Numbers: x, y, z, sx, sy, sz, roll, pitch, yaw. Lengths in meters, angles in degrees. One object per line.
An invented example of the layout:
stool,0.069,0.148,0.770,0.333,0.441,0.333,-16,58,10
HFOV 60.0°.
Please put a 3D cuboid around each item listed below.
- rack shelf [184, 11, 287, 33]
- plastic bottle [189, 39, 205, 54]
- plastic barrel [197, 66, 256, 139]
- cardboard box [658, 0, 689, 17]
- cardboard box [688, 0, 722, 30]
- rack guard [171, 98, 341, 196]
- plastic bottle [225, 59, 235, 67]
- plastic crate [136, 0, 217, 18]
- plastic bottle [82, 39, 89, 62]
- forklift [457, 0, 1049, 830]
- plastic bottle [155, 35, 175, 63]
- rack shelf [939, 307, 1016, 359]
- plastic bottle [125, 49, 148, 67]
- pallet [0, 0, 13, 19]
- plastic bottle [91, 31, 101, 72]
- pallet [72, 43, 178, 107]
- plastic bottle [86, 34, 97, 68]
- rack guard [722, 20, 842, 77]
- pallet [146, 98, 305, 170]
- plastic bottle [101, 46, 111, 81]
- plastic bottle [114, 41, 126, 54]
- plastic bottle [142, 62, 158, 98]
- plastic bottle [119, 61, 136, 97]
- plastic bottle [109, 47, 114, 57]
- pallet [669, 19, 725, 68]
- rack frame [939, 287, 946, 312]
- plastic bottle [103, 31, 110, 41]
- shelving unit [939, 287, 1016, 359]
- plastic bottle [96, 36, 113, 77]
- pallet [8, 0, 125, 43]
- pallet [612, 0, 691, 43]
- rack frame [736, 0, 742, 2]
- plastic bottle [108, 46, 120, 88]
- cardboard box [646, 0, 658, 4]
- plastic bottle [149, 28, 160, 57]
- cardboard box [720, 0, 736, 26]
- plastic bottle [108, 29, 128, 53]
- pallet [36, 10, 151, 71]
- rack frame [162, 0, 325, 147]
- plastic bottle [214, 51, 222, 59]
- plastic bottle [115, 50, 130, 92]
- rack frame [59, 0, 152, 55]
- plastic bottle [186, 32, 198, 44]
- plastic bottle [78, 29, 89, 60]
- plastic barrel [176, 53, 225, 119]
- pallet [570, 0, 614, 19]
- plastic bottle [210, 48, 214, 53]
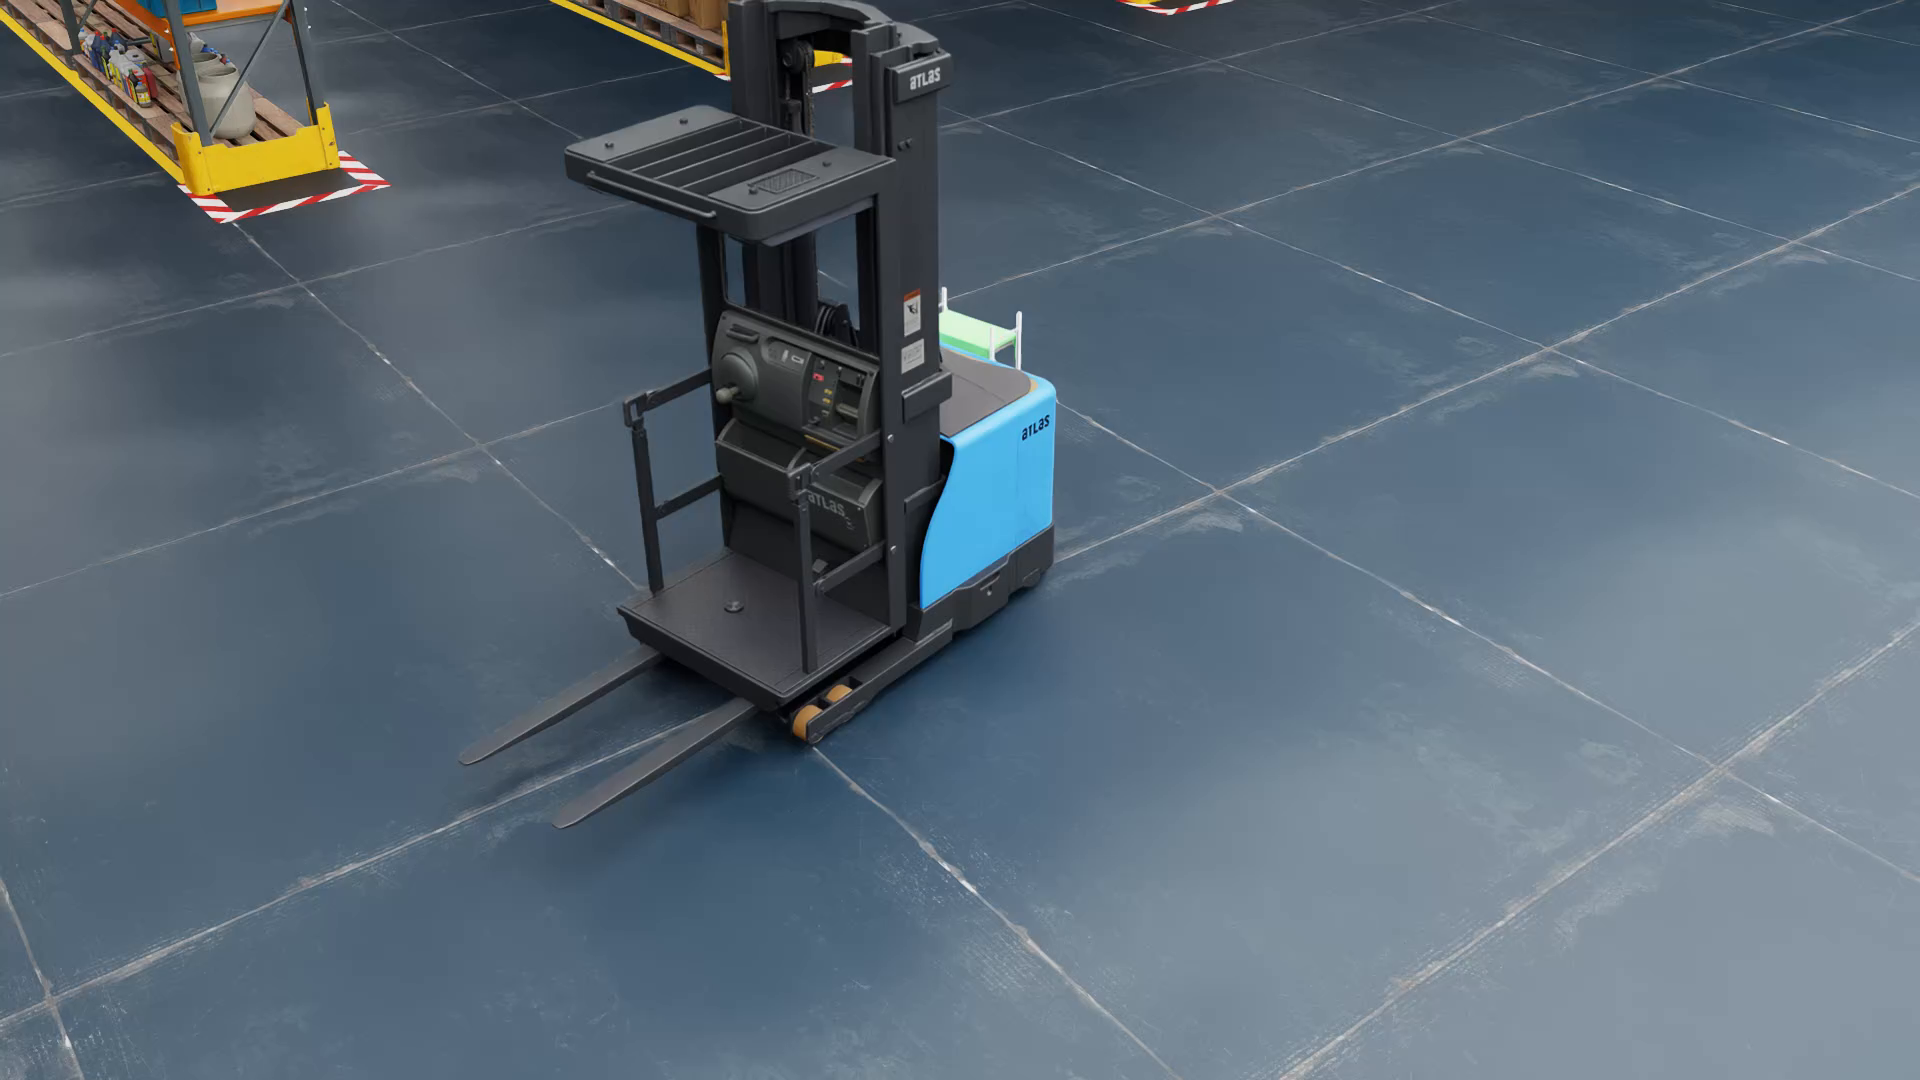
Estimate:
rack shelf,-6.796,-4.809,14.195,0.831,0.071,3.687,-22,38,-31
plastic bottle,-6.987,-4.458,15.249,0.152,0.276,0.135,-22,38,-31
plastic barrel,-6.033,-3.591,13.649,0.421,0.512,0.421,0,32,0
cardboard box,-2.789,-5.710,17.071,0.500,0.500,0.500,-19,36,-27
cardboard box,-2.420,-5.443,16.641,0.614,0.500,0.614,-22,38,-31
rack guard,-5.653,-3.174,13.387,1.175,0.500,0.348,-22,38,-31
plastic bottle,-6.435,-4.104,14.684,0.097,0.271,0.097,0,32,0
plastic crate,-7.911,-5.581,14.833,0.499,0.464,6.483,-22,38,-31
plastic bottle,-8.111,-4.568,15.497,0.097,0.201,0.097,0,32,0
forklift,-0.858,-0.652,7.021,1.121,2.935,3.031,24,39,33
plastic bottle,-7.383,-4.603,15.483,0.152,0.276,0.135,-22,38,-31
rack shelf,0.037,-1.015,8.459,0.480,0.148,0.258,23,39,33
plastic bottle,-7.377,-4.249,14.912,0.152,0.276,0.135,-22,38,-31
pallet,-10.030,-6.034,18.265,1.003,0.211,1.213,-22,38,-31
plastic bottle,-7.855,-4.478,15.210,0.144,0.351,0.185,-21,38,-30
pallet,-7.643,-4.409,15.649,1.003,0.211,1.213,-22,38,-31
plastic bottle,-7.953,-4.516,15.343,0.152,0.276,0.135,-21,37,-30
rack guard,-1.703,-4.792,15.992,1.175,0.500,0.348,-22,38,-31
pallet,-6.147,-3.392,14.011,1.003,0.211,1.213,-22,38,-31
plastic bottle,-7.671,-4.288,14.969,0.061,0.283,0.133,-20,37,-29
plastic bottle,-7.671,-4.423,15.197,0.097,0.271,0.097,0,32,0
plastic bottle,-7.091,-4.025,14.545,0.061,0.283,0.133,-22,38,-31
plastic bottle,-7.260,-4.045,14.584,0.152,0.276,0.135,-23,39,-33
plastic bottle,-7.619,-4.316,15.026,0.097,0.271,0.097,0,32,0
pallet,-2.174,-5.019,16.632,1.003,0.211,1.213,-22,38,-31
rack frame,-0.152,-0.743,8.810,0.015,1.200,0.240,23,39,33
plastic bottle,-7.869,-4.554,15.397,0.061,0.283,0.133,-22,38,-31
shelving unit,0.033,-0.664,8.682,0.492,1.200,0.258,23,39,33
plastic bottle,-7.739,-4.399,15.084,0.144,0.351,0.185,-24,39,-33
pallet,-9.287,-5.526,17.447,1.003,0.211,1.213,-22,38,-31
pallet,-2.918,-5.528,17.450,1.003,0.211,1.213,-22,38,-31
rack frame,-1.657,-5.822,15.281,1.000,3.000,0.127,-22,38,-31
plastic bottle,-7.478,-4.222,14.799,0.144,0.351,0.185,-23,38,-32
cardboard box,-3.096,-5.957,17.469,0.500,0.500,0.500,-26,40,-35
plastic bottle,-7.513,-4.727,15.611,0.144,0.351,0.185,-22,38,-31
cardboard box,-2.026,-5.205,16.258,0.500,0.500,0.500,-15,35,-23
plastic bottle,-7.741,-4.525,15.286,0.144,0.351,0.185,-22,38,-31
pallet,-8.534,-5.017,16.628,1.003,0.211,1.213,-22,38,-31
rack frame,-5.569,-4.220,12.701,1.000,3.000,0.127,-22,38,-31
plastic bottle,-6.645,-4.247,14.914,0.097,0.271,0.097,0,32,0
plastic bottle,-7.364,-4.145,14.674,0.144,0.351,0.185,-21,37,-29
rack frame,-8.022,-5.887,15.385,1.000,3.000,0.127,-22,38,-31
plastic bottle,-7.084,-4.559,15.341,0.144,0.351,0.185,-23,38,-32
plastic bottle,-8.173,-4.640,15.547,0.097,0.271,0.097,0,32,0
plastic barrel,-6.340,-3.800,13.985,0.421,0.512,0.421,0,32,0
pallet,-3.670,-6.036,18.269,1.003,0.211,1.213,-22,38,-31
plastic bottle,-6.706,-4.289,14.981,0.097,0.271,0.097,0,32,0
